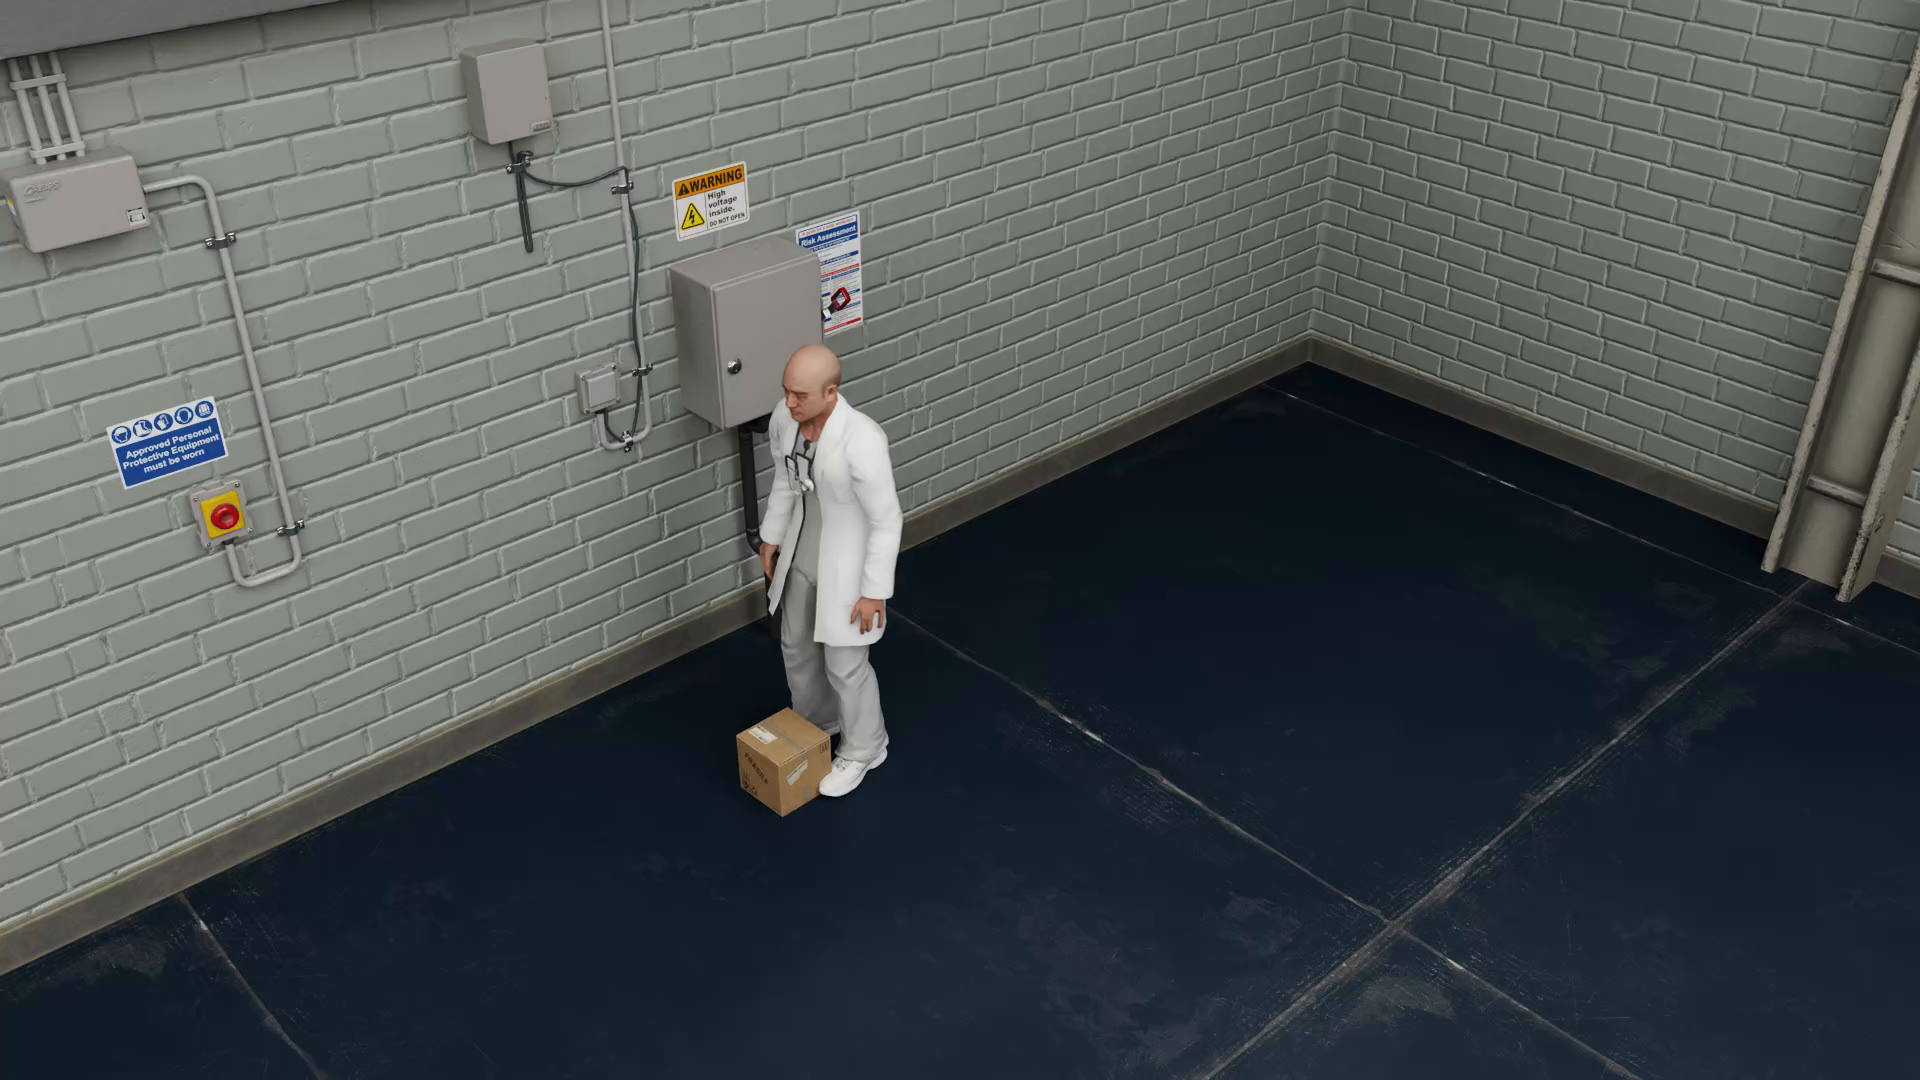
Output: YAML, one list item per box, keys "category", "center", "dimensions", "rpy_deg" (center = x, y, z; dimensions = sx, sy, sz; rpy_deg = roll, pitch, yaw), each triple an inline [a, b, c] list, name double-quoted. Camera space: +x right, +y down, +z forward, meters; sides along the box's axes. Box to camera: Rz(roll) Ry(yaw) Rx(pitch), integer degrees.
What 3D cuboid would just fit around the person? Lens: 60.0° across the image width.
- category: "person"
  center: [-0.470, 0.095, 5.992]
  dimensions: [0.417, 1.774, 0.656]
  rpy_deg: [-27, 41, -37]
